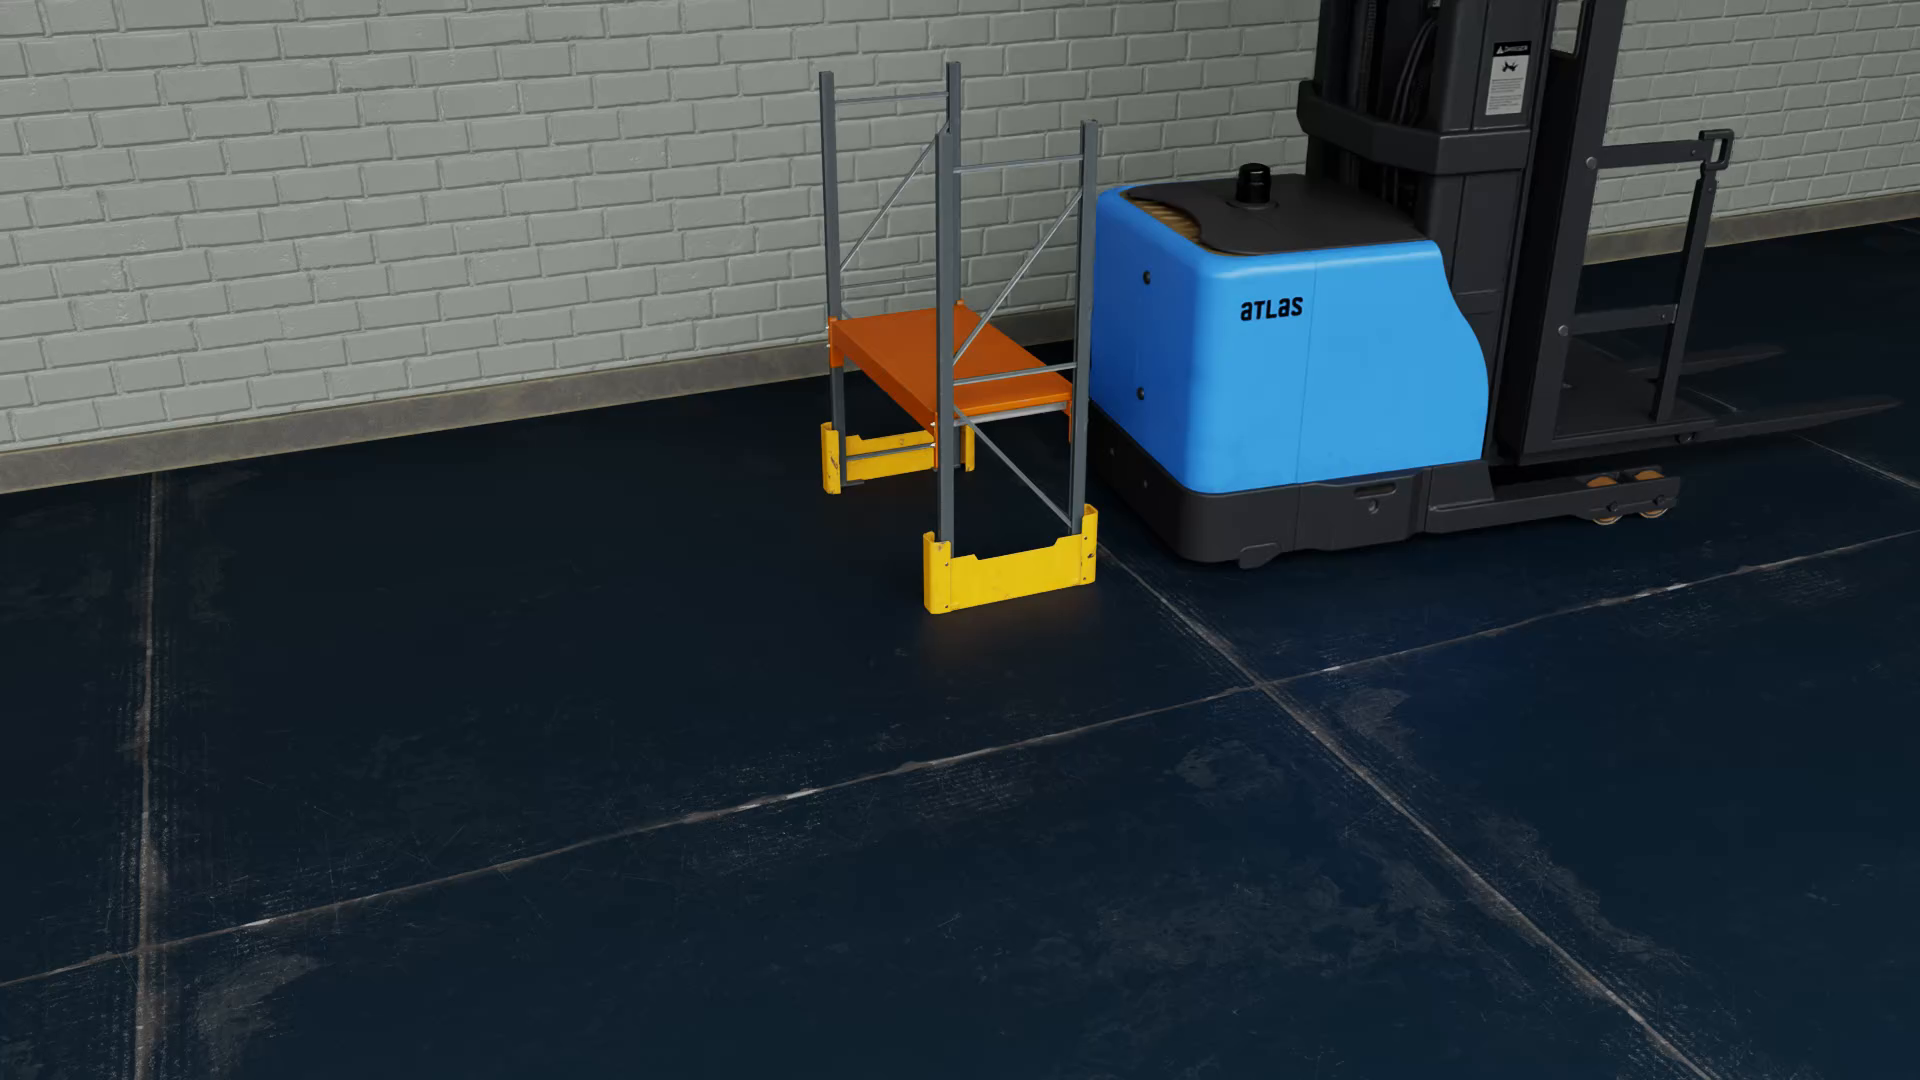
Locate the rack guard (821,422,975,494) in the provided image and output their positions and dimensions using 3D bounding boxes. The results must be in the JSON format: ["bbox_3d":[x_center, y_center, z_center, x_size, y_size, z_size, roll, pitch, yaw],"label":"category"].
[{"bbox_3d":[-0.225,-0.344,6.170,0.587,0.250,0.087,-11,28,-21],"label":"rack guard"}]

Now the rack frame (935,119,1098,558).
[{"bbox_3d":[0.166,-0.503,5.071,0.500,1.500,0.032,-11,28,-21],"label":"rack frame"}]

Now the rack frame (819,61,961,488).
[{"bbox_3d":[-0.232,-0.914,5.912,0.500,1.500,0.032,-11,28,-21],"label":"rack frame"}]

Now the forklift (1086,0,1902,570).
[{"bbox_3d":[2.034,-1.582,5.650,3.031,2.935,1.130,-8,27,-15],"label":"forklift"}]

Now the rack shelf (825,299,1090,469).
[{"bbox_3d":[-0.033,-0.547,5.570,0.538,0.185,1.000,-11,28,-21],"label":"rack shelf"}]

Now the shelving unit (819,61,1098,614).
[{"bbox_3d":[-0.030,-0.705,5.484,0.587,1.500,1.083,-11,28,-21],"label":"shelving unit"}]

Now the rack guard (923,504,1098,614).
[{"bbox_3d":[0.165,0.058,5.346,0.587,0.250,0.087,-11,28,-21],"label":"rack guard"}]
